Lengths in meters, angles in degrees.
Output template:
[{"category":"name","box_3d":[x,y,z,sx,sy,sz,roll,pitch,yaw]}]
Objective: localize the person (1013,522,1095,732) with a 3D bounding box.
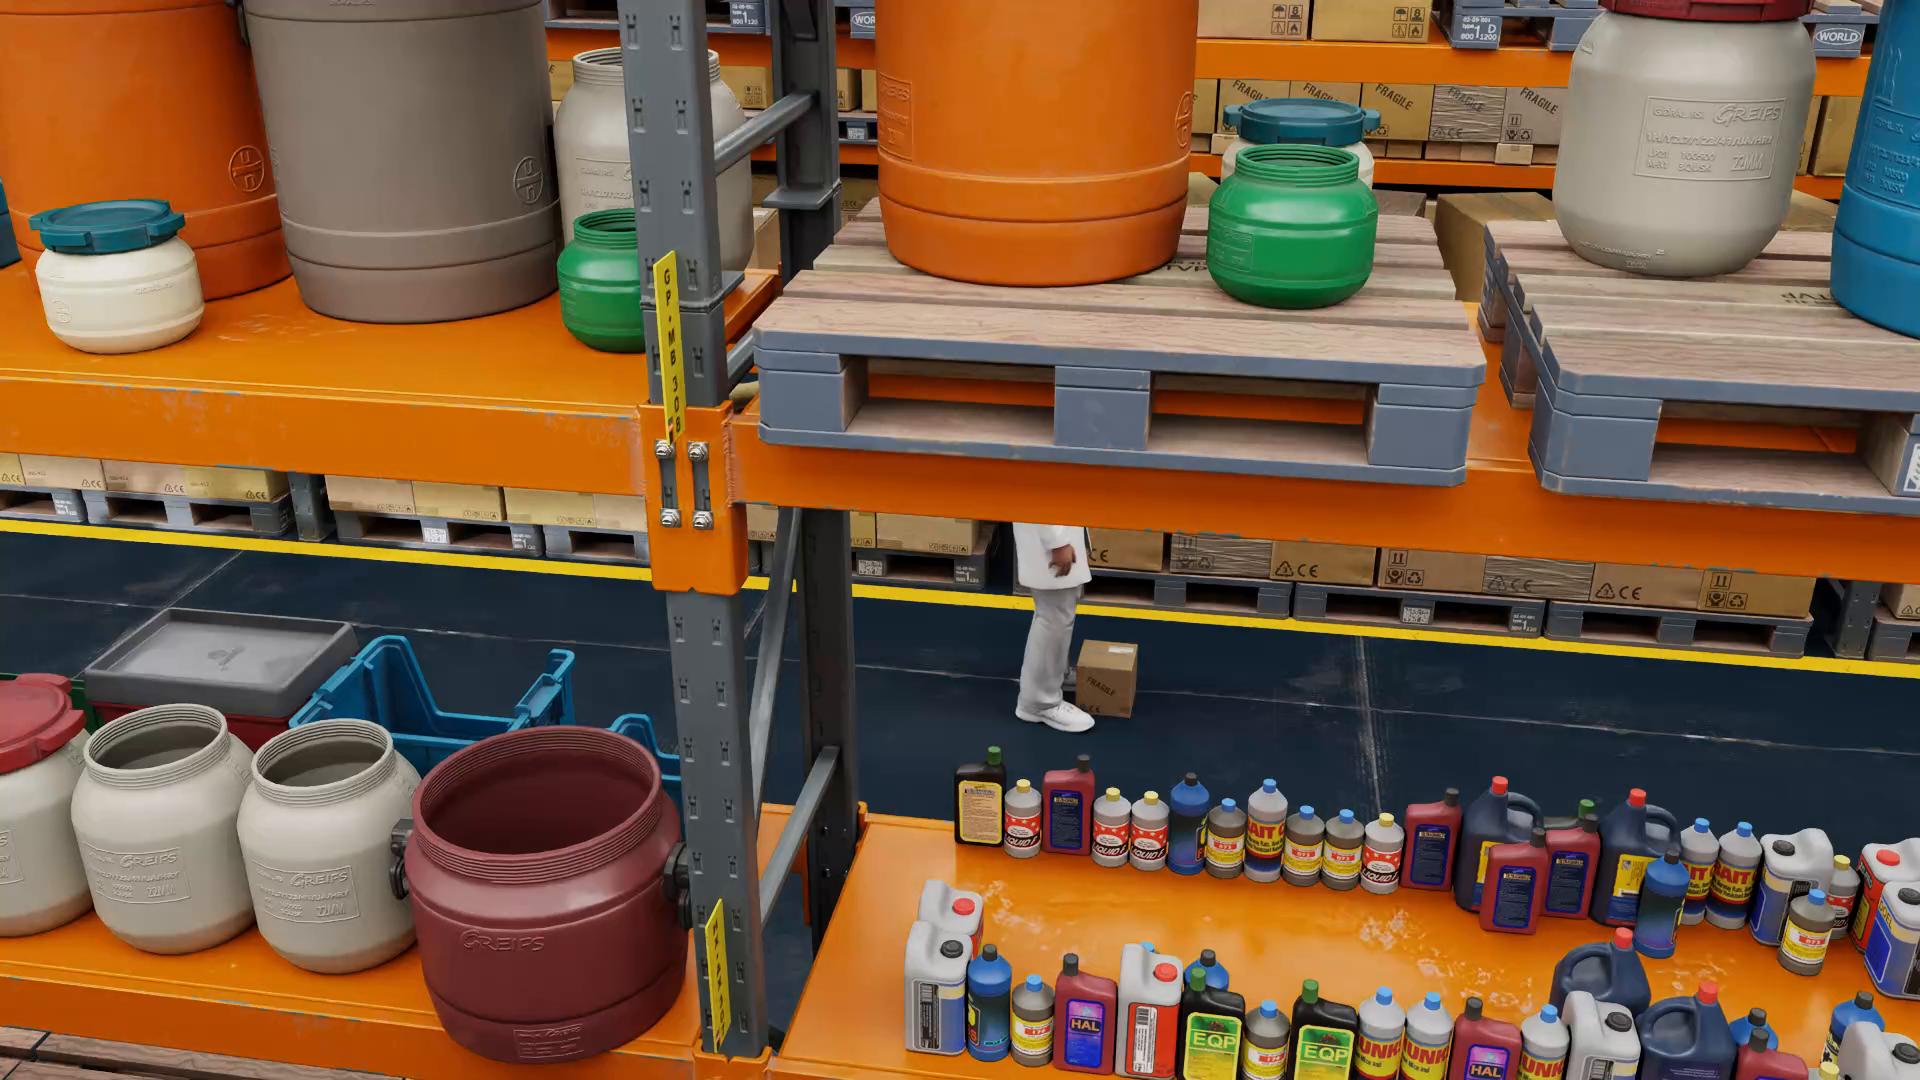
[{"category":"person","box_3d":[0.426,-0.076,7.290,0.433,1.773,0.649,2,25,5]}]
